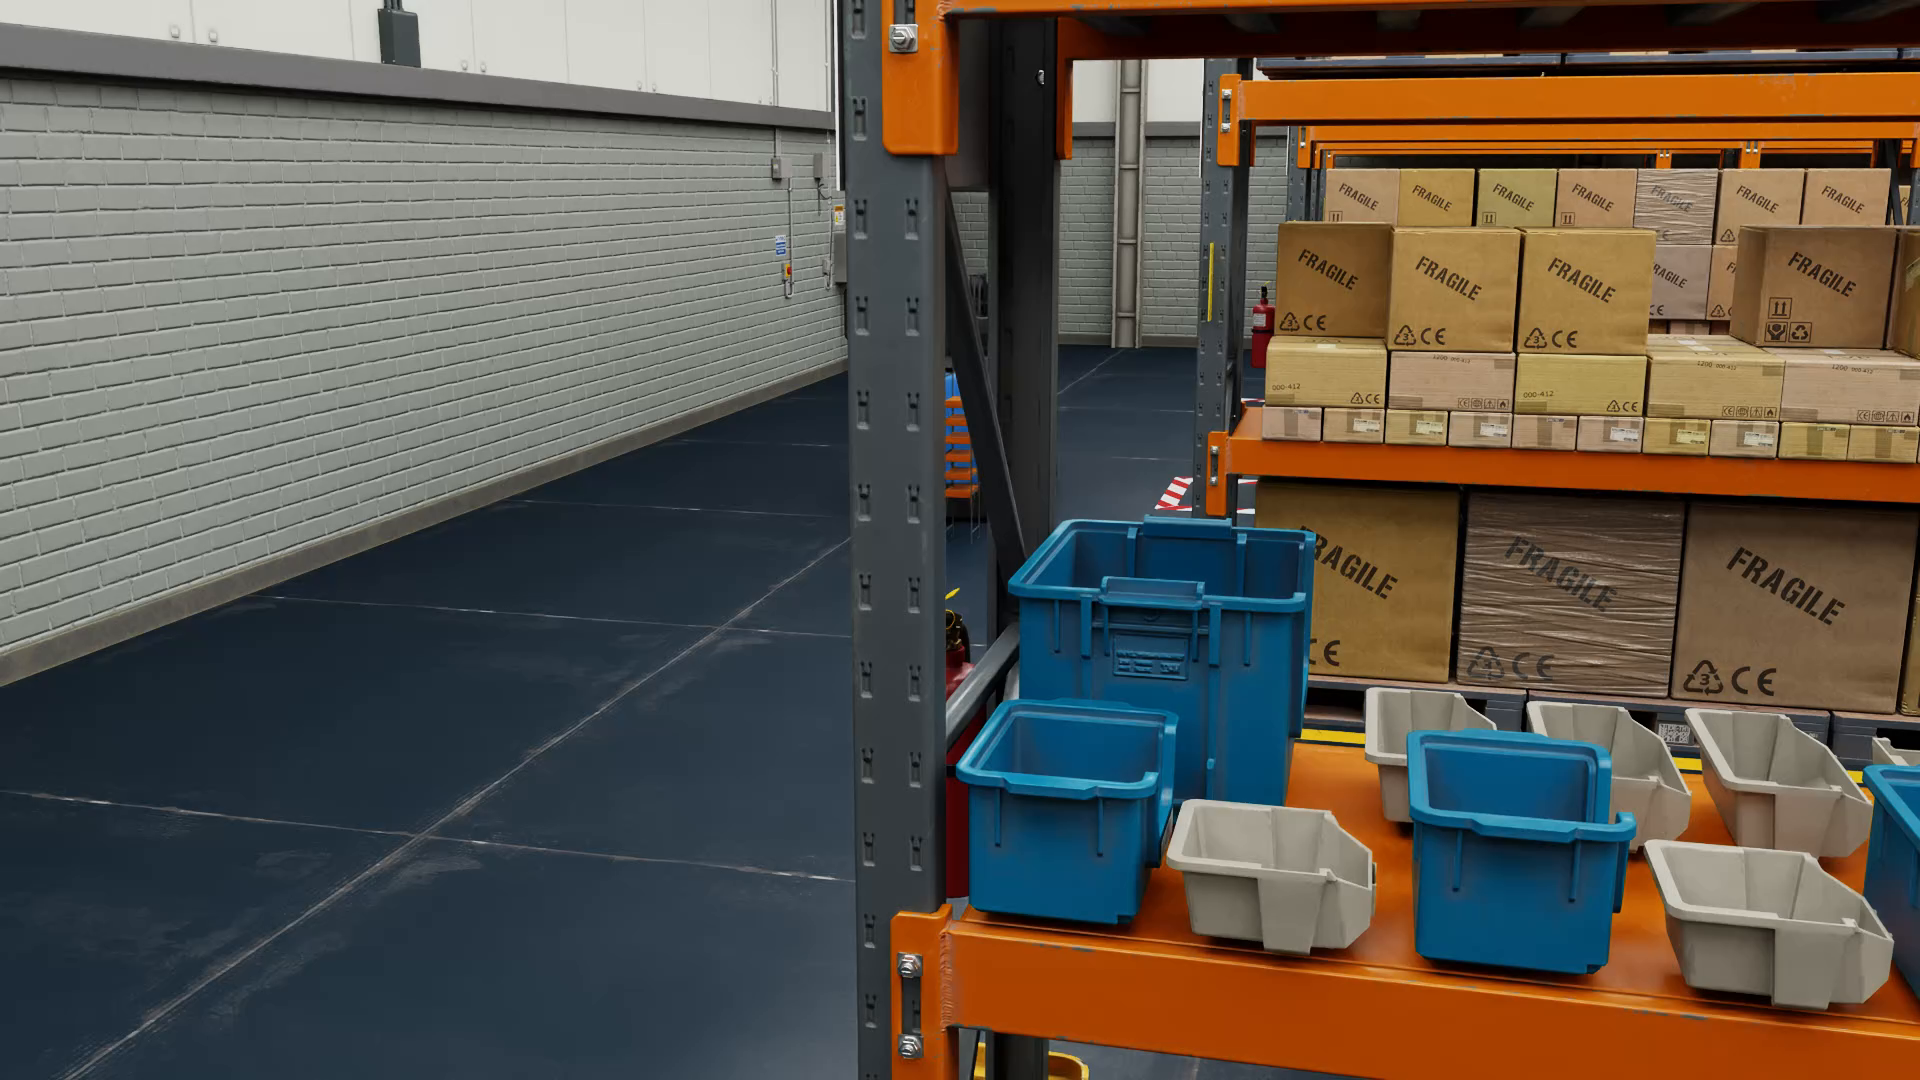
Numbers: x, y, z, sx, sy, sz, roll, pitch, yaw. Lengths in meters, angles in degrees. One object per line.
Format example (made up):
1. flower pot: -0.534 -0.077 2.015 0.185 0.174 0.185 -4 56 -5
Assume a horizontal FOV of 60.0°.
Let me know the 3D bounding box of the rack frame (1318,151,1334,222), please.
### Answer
1. rack frame: 4.763 -3.877 21.783 0.127 3.000 1.000 3 13 14

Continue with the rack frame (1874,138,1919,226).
1. rack frame: 6.373 -1.579 11.427 0.127 3.000 1.000 3 13 14

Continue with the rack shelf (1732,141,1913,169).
1. rack shelf: 9.403 -3.635 15.427 4.000 0.370 1.077 3 13 14

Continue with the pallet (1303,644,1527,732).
1. pallet: 1.998 0.637 7.874 1.213 0.211 1.003 3 13 14

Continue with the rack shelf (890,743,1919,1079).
1. rack shelf: 1.958 0.747 2.600 4.000 0.370 1.077 3 13 14

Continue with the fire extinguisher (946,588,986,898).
1. fire extinguisher: -0.021 0.409 3.505 0.183 0.674 0.296 3 13 14

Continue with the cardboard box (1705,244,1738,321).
1. cardboard box: 5.332 -1.766 11.351 0.500 0.500 0.500 3 13 12

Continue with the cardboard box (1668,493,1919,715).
1. cardboard box: 3.591 0.193 7.374 0.875 0.875 0.875 3 13 14

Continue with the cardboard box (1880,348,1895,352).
1. cardboard box: 4.212 -0.720 7.212 0.500 0.250 0.500 3 13 13

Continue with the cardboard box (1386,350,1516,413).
1. cardboard box: 2.111 -0.714 7.185 0.500 0.250 0.500 3 13 13

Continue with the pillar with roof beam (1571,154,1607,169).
1. pillar with roof beam: 7.155 -5.919 17.135 0.400 9.000 9.100 3 13 14

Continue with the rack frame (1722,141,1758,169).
1. rack frame: 7.461 -2.625 16.142 0.127 3.000 1.000 3 13 14

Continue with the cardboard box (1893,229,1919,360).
1. cardboard box: 4.091 -0.974 6.627 0.500 0.500 0.500 3 13 14

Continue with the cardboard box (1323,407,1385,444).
1. cardboard box: 1.718 -0.526 7.257 0.250 0.149 0.380 3 13 13

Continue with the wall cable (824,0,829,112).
1. wall cable: -1.830 -6.156 18.204 0.029 3.000 2.355 3 13 14

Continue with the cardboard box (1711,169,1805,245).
1. cardboard box: 5.349 -2.255 11.245 0.500 0.500 0.500 3 13 12

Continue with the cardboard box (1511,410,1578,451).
1. cardboard box: 2.467 -0.486 7.078 0.250 0.149 0.380 3 13 12

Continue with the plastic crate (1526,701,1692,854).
1. plastic crate: 1.130 0.414 2.912 0.243 0.136 0.396 3 13 14

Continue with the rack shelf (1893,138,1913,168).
1. rack shelf: 8.315 -2.589 10.712 4.000 0.370 1.077 3 13 14

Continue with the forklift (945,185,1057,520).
1. forklift: 0.186 -1.842 12.768 1.130 2.935 3.031 1 13 6

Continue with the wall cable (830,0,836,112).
1. wall cable: -1.126 -6.758 20.831 0.133 3.039 2.988 3 13 14

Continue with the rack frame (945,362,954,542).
1. rack frame: -0.075 -0.590 11.122 0.006 1.200 0.240 3 13 14

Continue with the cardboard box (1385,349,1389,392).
1. cardboard box: 2.230 -0.825 7.688 0.500 0.250 0.500 3 13 13

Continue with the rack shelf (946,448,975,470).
1. rack shelf: 0.014 -0.542 11.110 0.180 0.103 0.258 3 13 14

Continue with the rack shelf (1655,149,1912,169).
1. rack shelf: 10.588 -4.679 20.133 4.000 0.370 1.077 3 13 14

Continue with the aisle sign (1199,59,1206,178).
1. aisle sign: 1.061 -1.959 7.136 0.004 0.787 0.394 3 13 14

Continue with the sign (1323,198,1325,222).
1. sign: 4.633 -4.186 21.175 0.005 0.325 0.100 3 13 14

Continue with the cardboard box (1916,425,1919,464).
1. cardboard box: 3.963 -0.406 6.717 0.250 0.149 0.380 3 13 15

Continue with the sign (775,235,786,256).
1. sign: -1.973 -3.246 18.314 0.001 0.218 0.327 3 13 14

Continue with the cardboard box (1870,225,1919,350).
1. cardboard box: 4.207 -1.085 7.129 0.500 0.500 0.500 3 13 14

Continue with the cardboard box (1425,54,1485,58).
1. cardboard box: 3.361 -3.318 11.529 0.500 0.250 0.500 3 13 13

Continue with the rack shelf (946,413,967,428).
1. rack shelf: 0.014 -0.776 11.058 0.180 0.103 0.258 3 13 14

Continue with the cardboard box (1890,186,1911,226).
1. cardboard box: 8.806 -3.032 15.435 0.500 0.500 0.500 3 13 12

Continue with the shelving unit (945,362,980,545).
1. shelving unit: 0.014 -0.585 11.100 0.189 1.200 0.258 3 13 14

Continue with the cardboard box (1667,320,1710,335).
1. cardboard box: 5.003 -1.465 11.494 0.250 0.149 0.380 2 13 11

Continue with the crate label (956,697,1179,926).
1. crate label: 0.177 0.427 2.632 0.303 0.233 0.416 3 13 14

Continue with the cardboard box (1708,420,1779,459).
1. cardboard box: 3.218 -0.446 6.898 0.250 0.149 0.380 3 13 14

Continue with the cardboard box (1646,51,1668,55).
1. cardboard box: 4.855 -3.241 11.181 0.500 0.250 0.500 4 13 16

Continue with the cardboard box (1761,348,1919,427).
1. cardboard box: 3.597 -0.634 6.826 0.500 0.250 0.500 3 13 15

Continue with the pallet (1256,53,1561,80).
1. pallet: 1.926 -2.134 7.206 1.213 0.211 1.003 3 13 14

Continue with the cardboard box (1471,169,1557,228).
1. cardboard box: 3.853 -2.333 11.599 0.500 0.500 0.500 3 13 12

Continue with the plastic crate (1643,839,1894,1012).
1. plastic crate: 1.128 0.543 2.330 0.298 0.136 0.250 3 13 14
